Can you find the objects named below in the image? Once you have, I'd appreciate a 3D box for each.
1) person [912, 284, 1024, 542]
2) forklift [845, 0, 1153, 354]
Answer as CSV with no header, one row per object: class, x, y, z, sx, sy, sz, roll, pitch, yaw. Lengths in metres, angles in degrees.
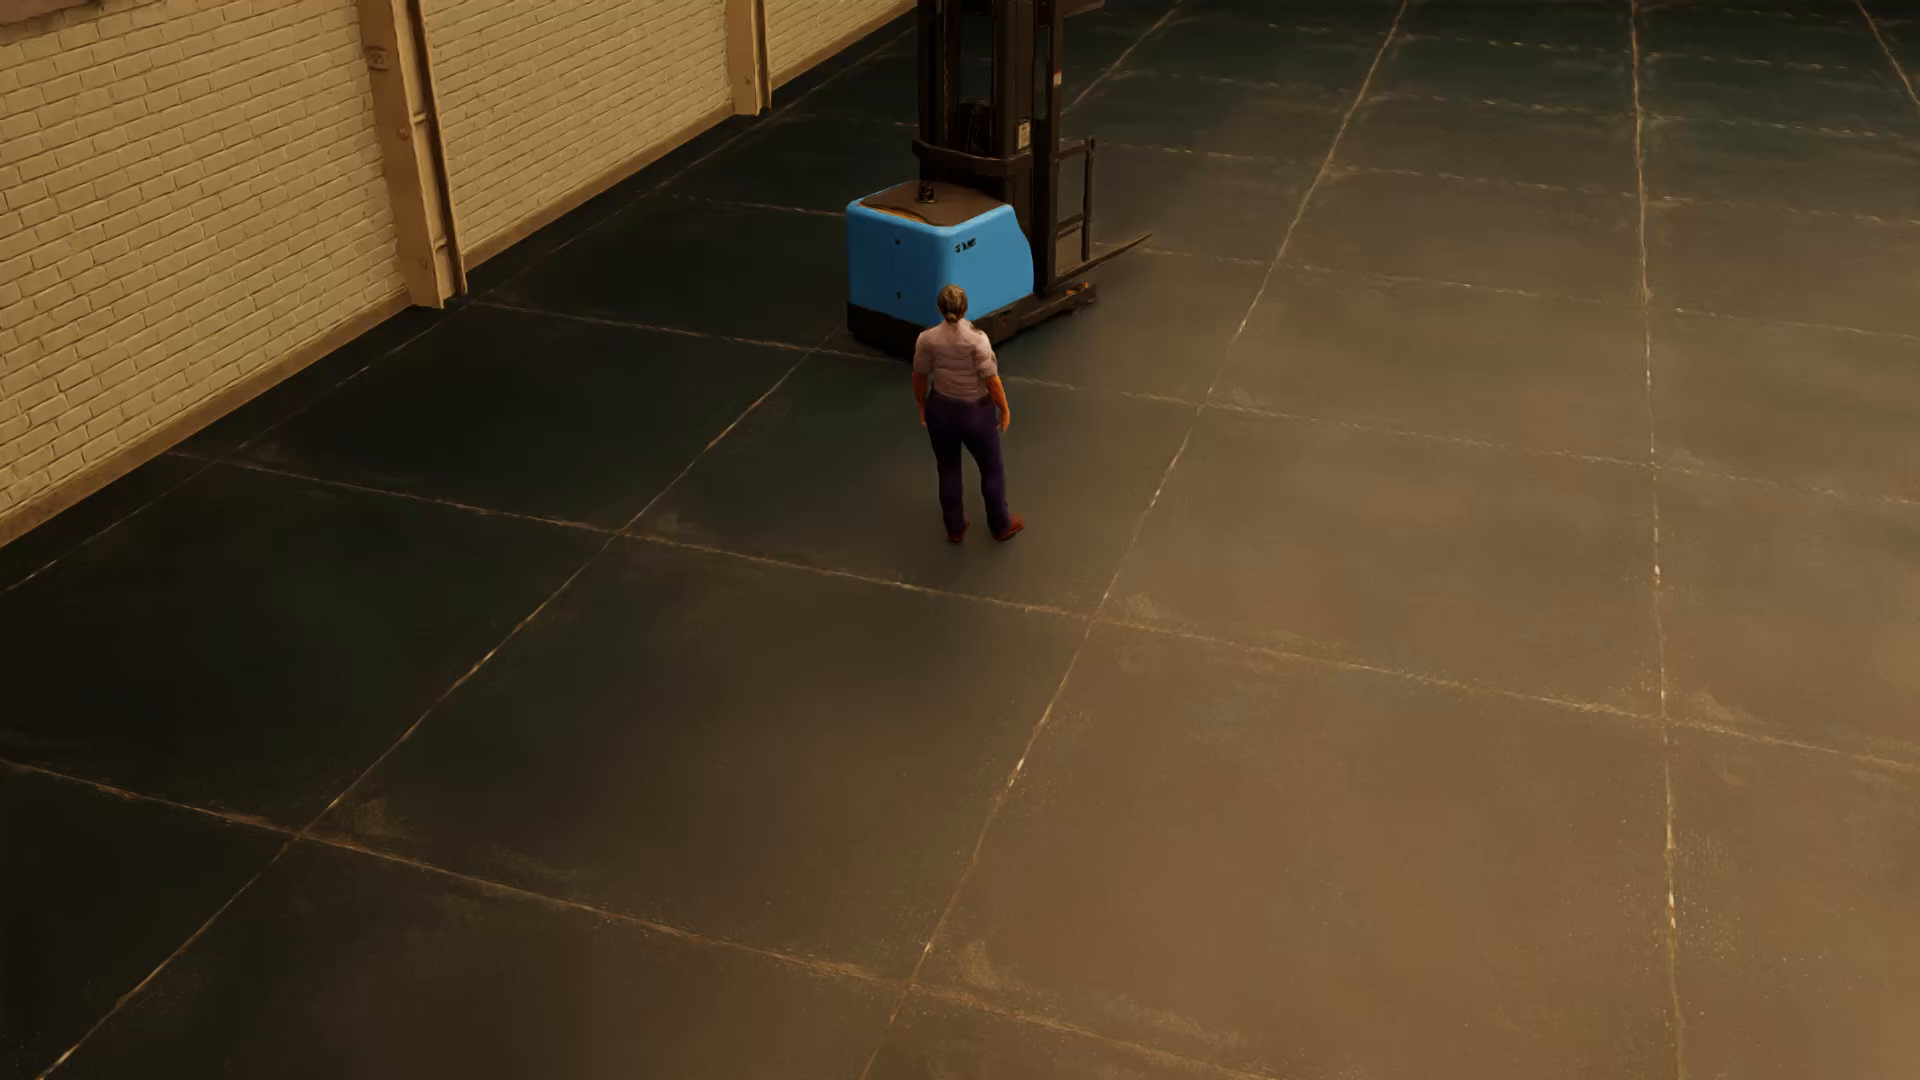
person,0.051,-0.761,9.752,0.599,1.650,0.502,10,31,16
forklift,0.449,-3.248,12.834,1.130,2.935,3.031,22,36,33
